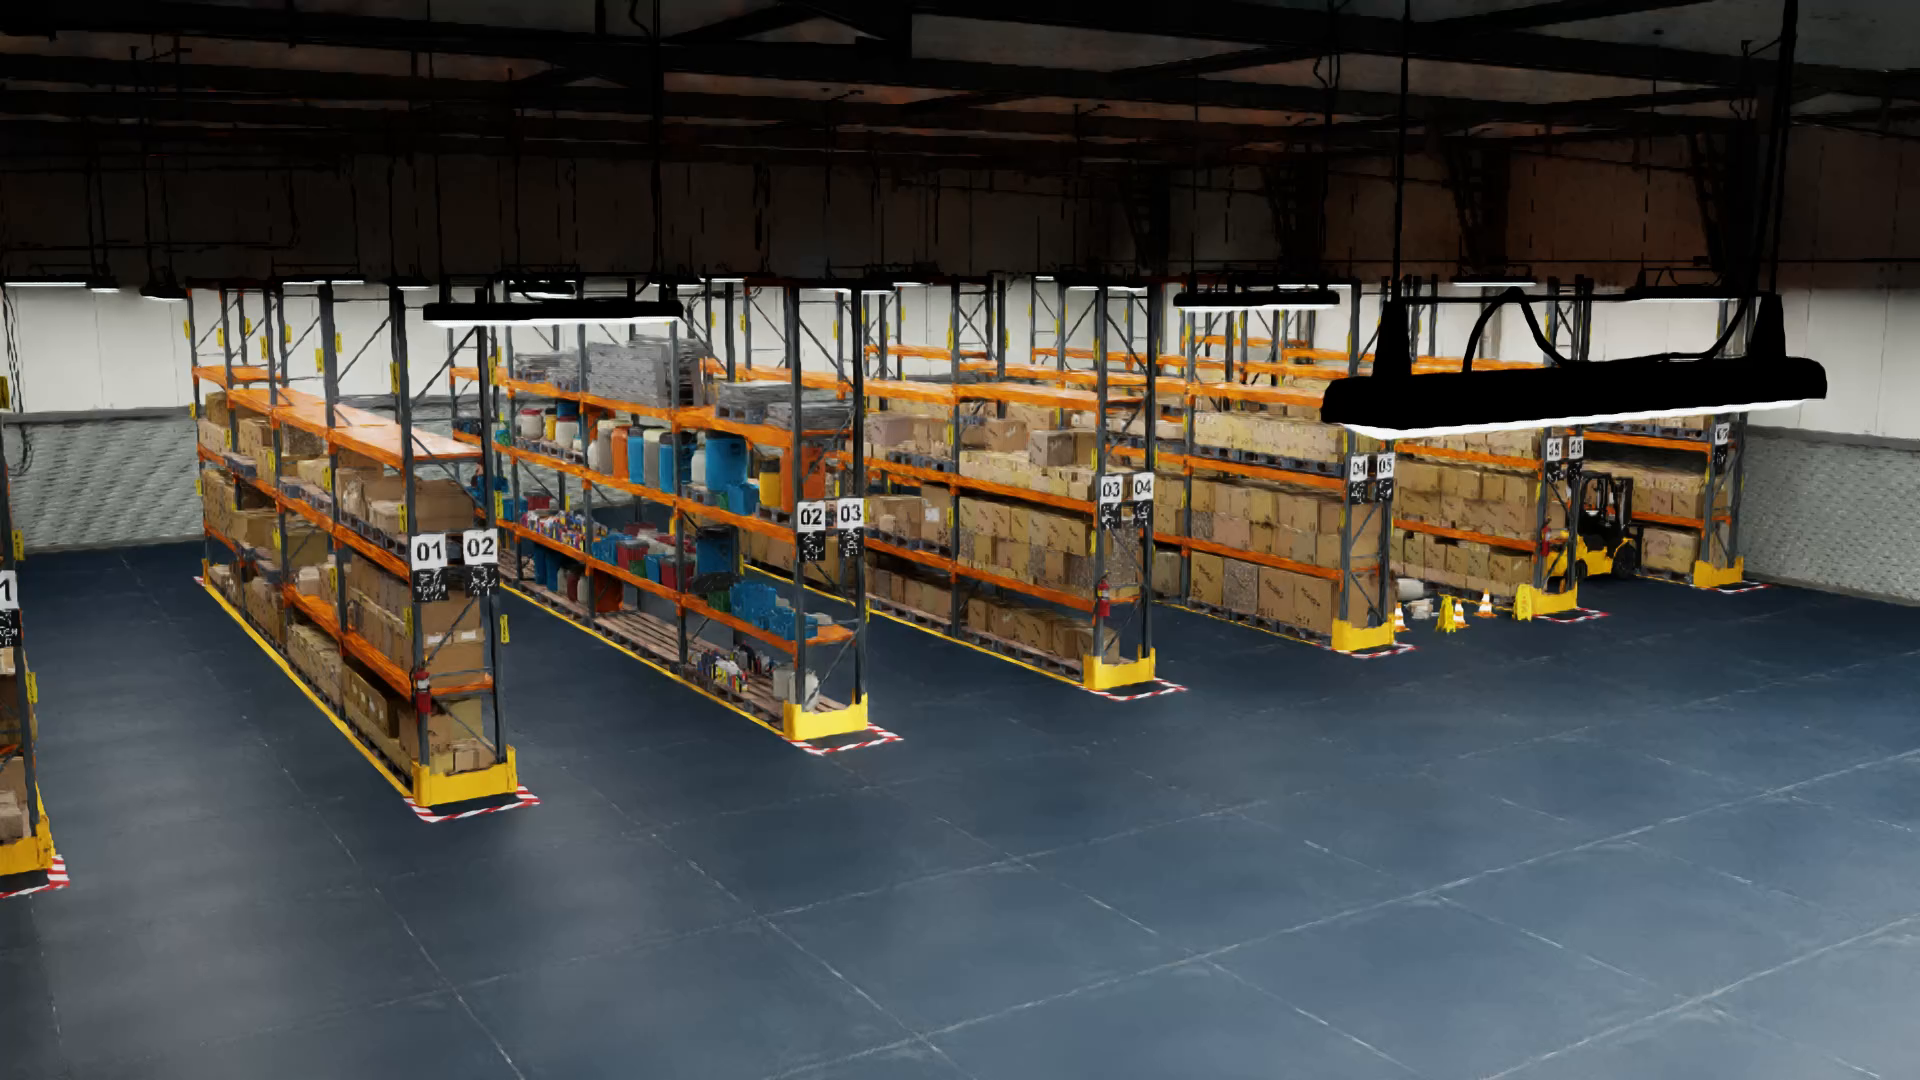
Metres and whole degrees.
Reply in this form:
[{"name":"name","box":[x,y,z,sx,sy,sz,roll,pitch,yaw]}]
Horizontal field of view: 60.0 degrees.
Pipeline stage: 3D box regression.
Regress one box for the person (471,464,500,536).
[{"name":"person","box":[-10.847,-0.890,38.005,0.620,1.766,0.617,0,10,3]}]
